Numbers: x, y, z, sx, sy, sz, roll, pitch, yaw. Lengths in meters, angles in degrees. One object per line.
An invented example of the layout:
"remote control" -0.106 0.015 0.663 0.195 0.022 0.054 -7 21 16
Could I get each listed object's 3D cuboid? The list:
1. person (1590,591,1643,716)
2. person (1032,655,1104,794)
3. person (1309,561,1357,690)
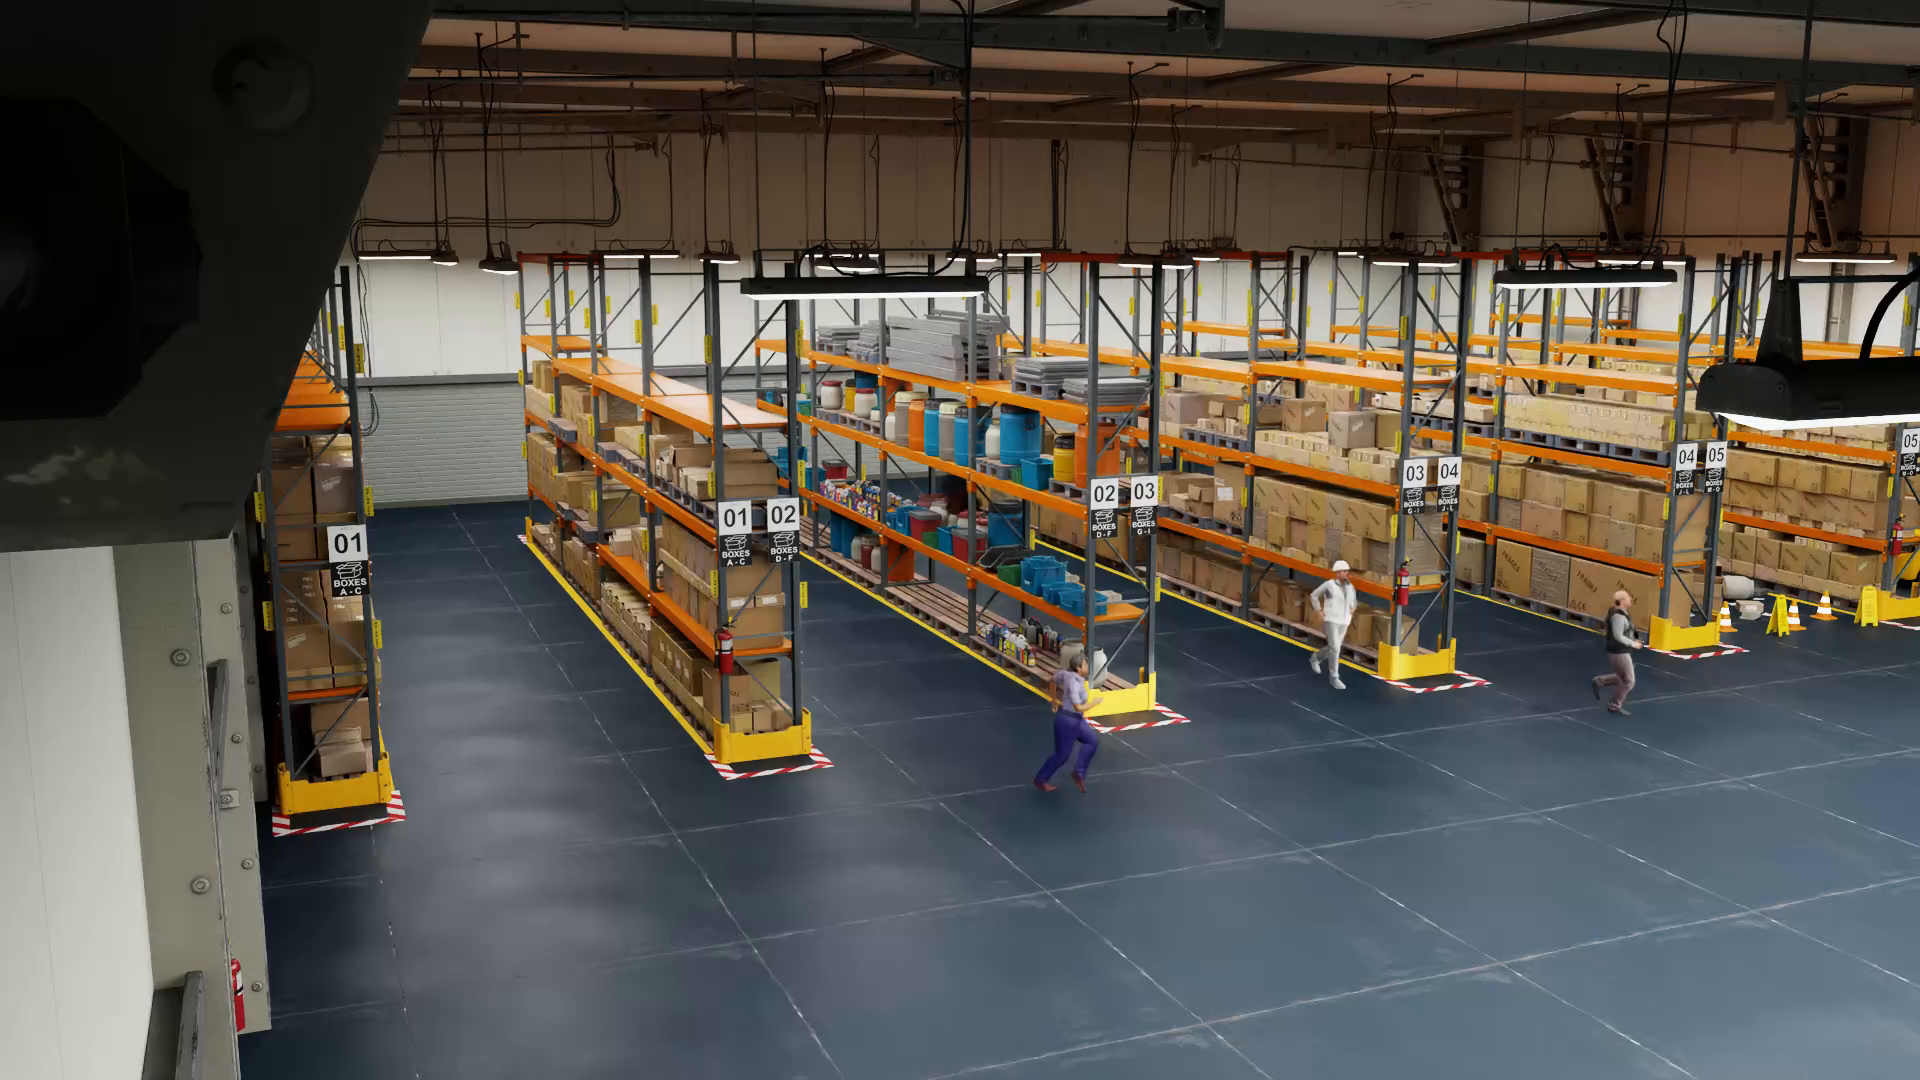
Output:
"person" 8.784 1.501 22.224 0.609 1.686 0.691 3 11 15
"person" 1.233 2.118 18.983 0.806 1.645 0.628 0 10 0
"person" 5.382 1.167 23.785 0.685 1.763 0.916 -5 12 -26
